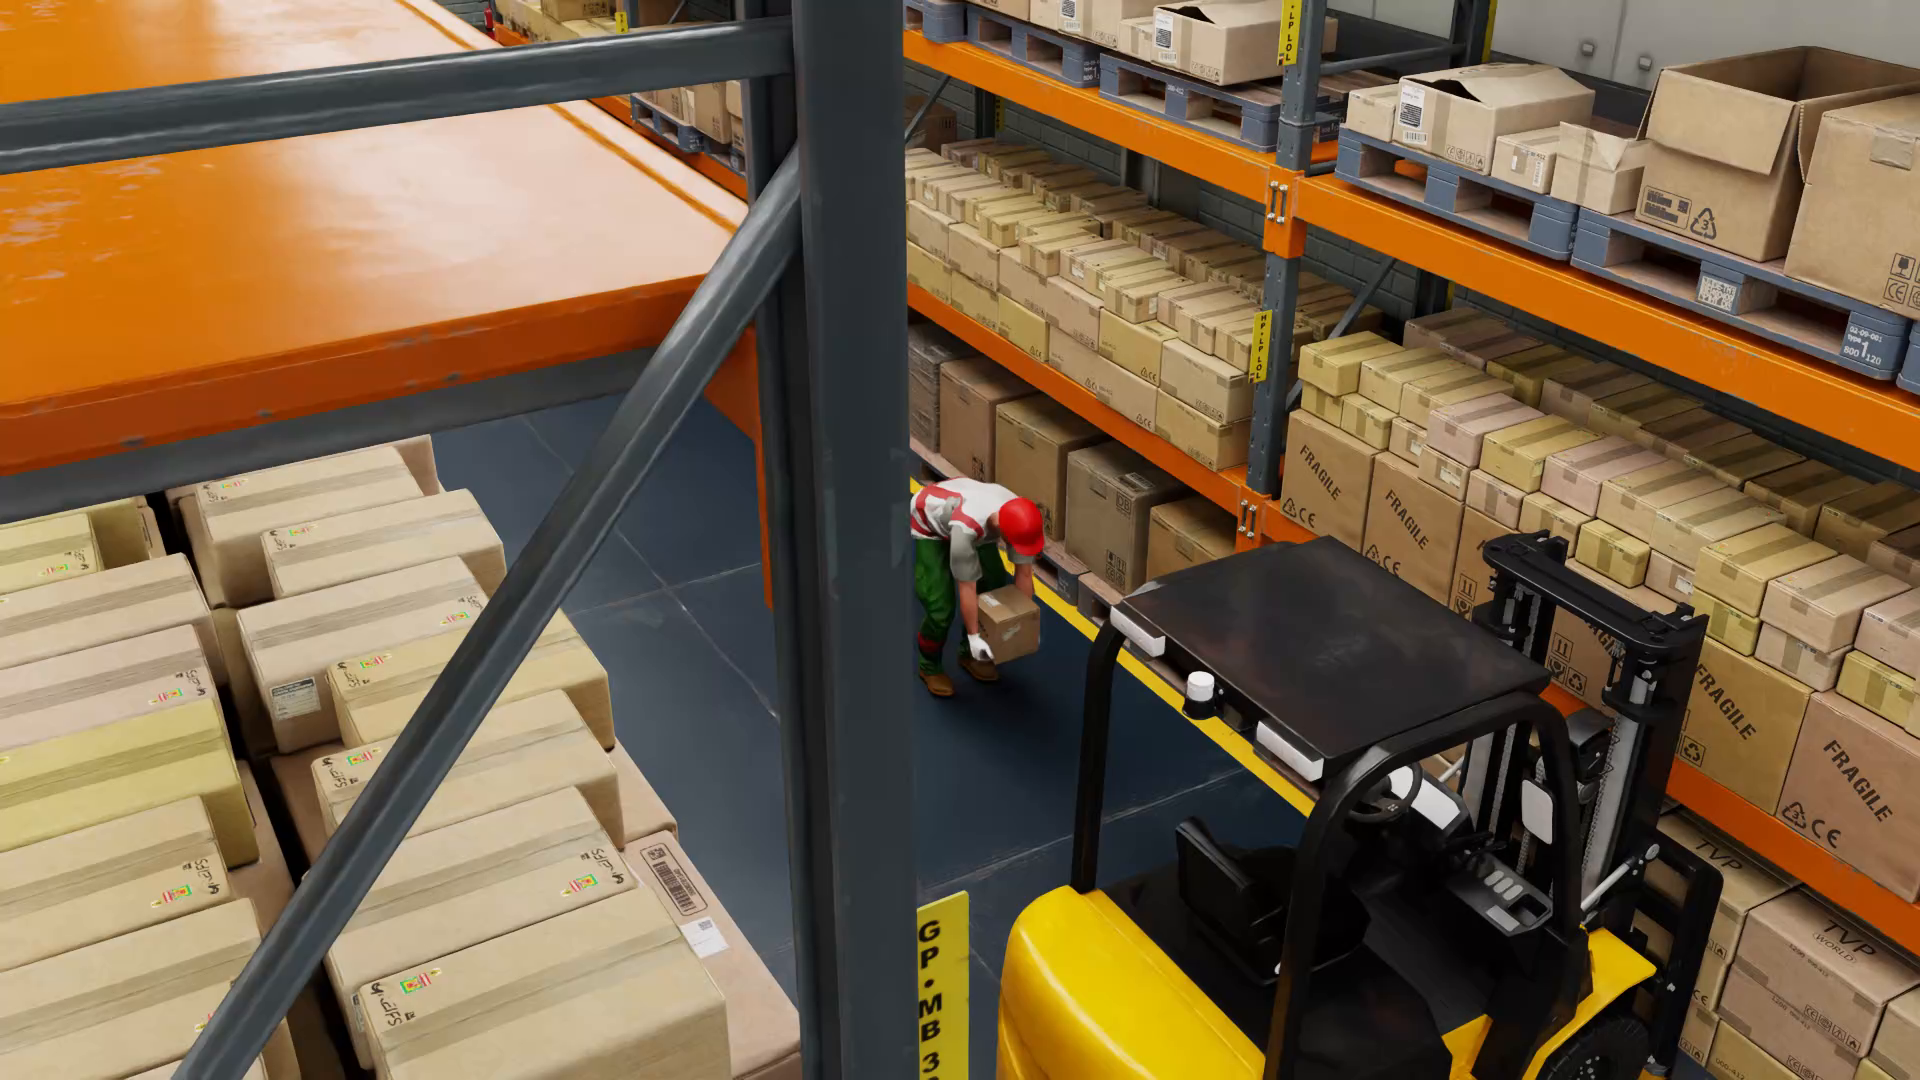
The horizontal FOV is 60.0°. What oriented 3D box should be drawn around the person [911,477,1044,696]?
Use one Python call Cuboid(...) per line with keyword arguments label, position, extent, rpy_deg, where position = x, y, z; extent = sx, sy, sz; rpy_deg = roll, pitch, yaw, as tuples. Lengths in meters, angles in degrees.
Cuboid(label="person", position=(0.094, 0.234, 8.198), extent=(0.503, 1.281, 0.922), rpy_deg=(-17, 33, -28))
